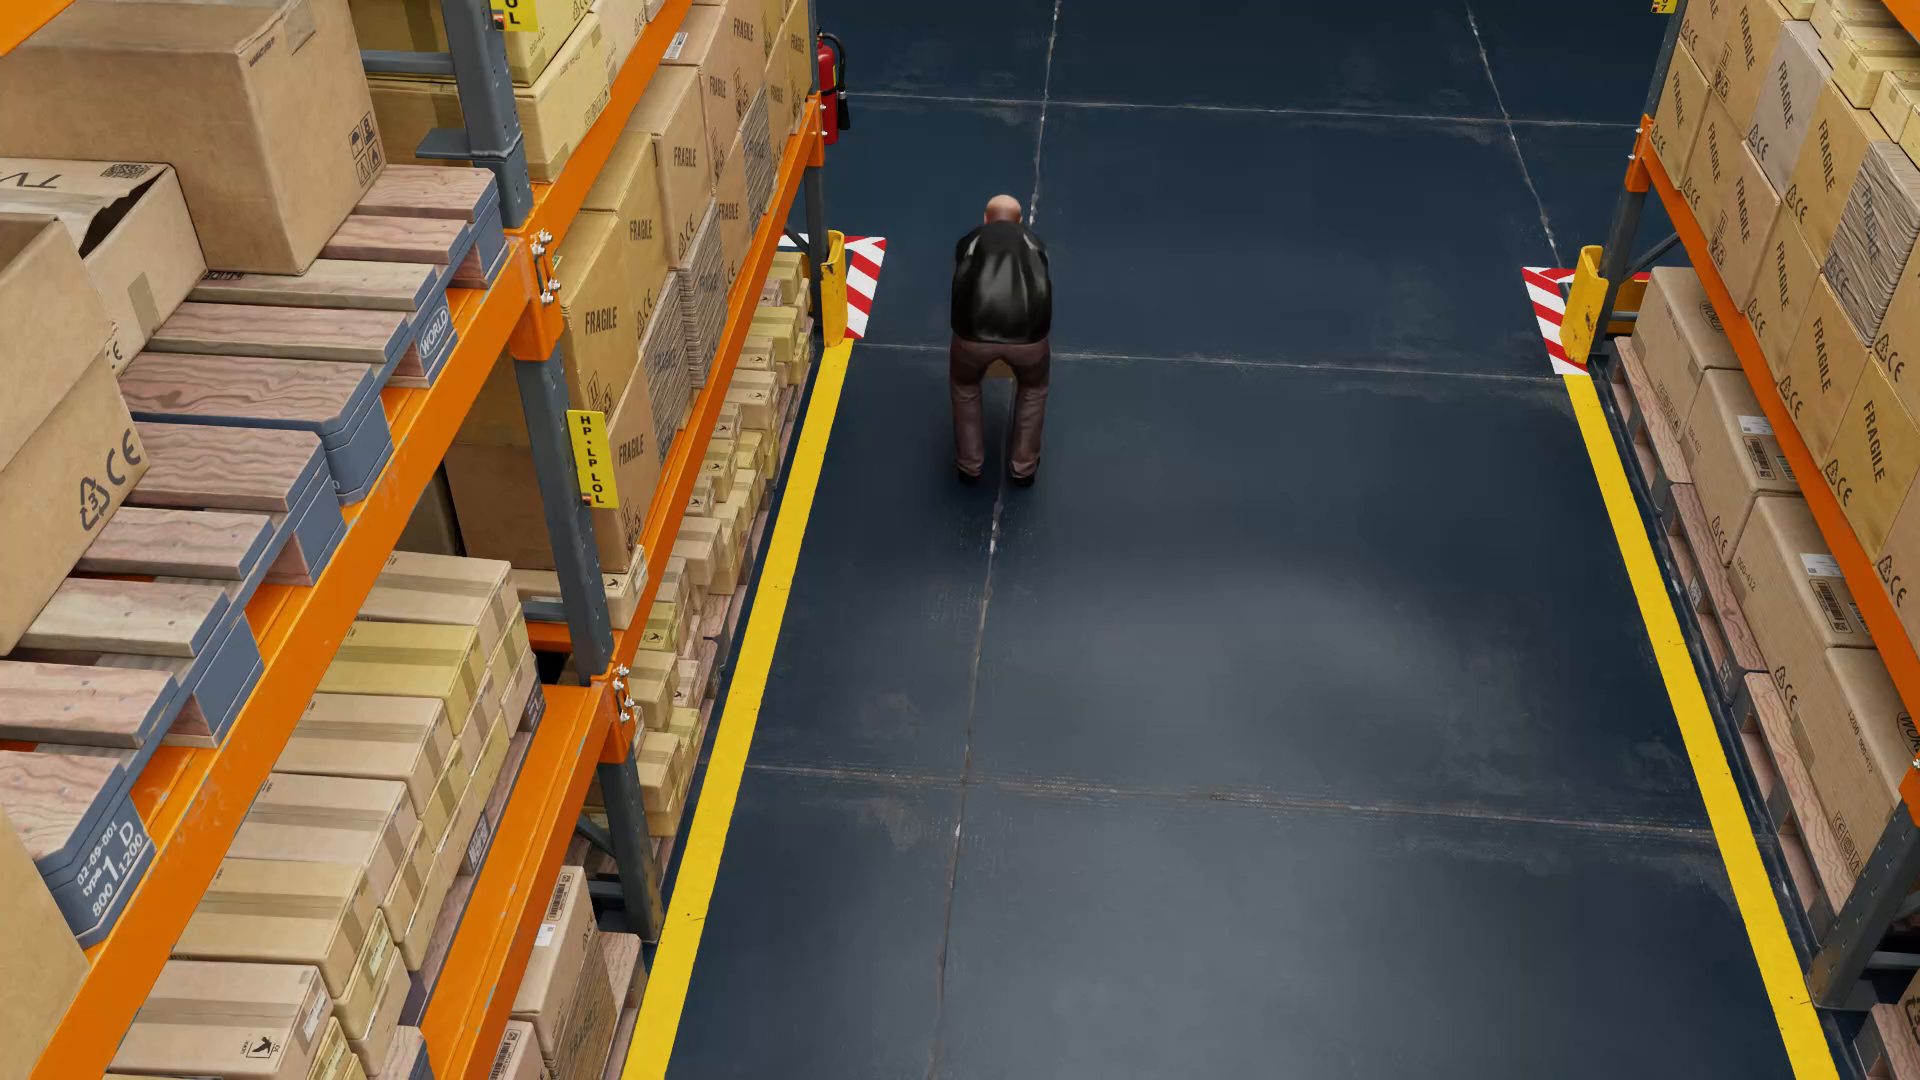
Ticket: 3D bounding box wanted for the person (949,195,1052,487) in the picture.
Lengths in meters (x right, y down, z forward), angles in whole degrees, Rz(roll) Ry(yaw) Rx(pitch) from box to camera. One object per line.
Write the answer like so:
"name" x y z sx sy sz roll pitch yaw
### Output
"person" 0.187 -0.916 7.728 0.462 1.144 0.955 1 40 2
